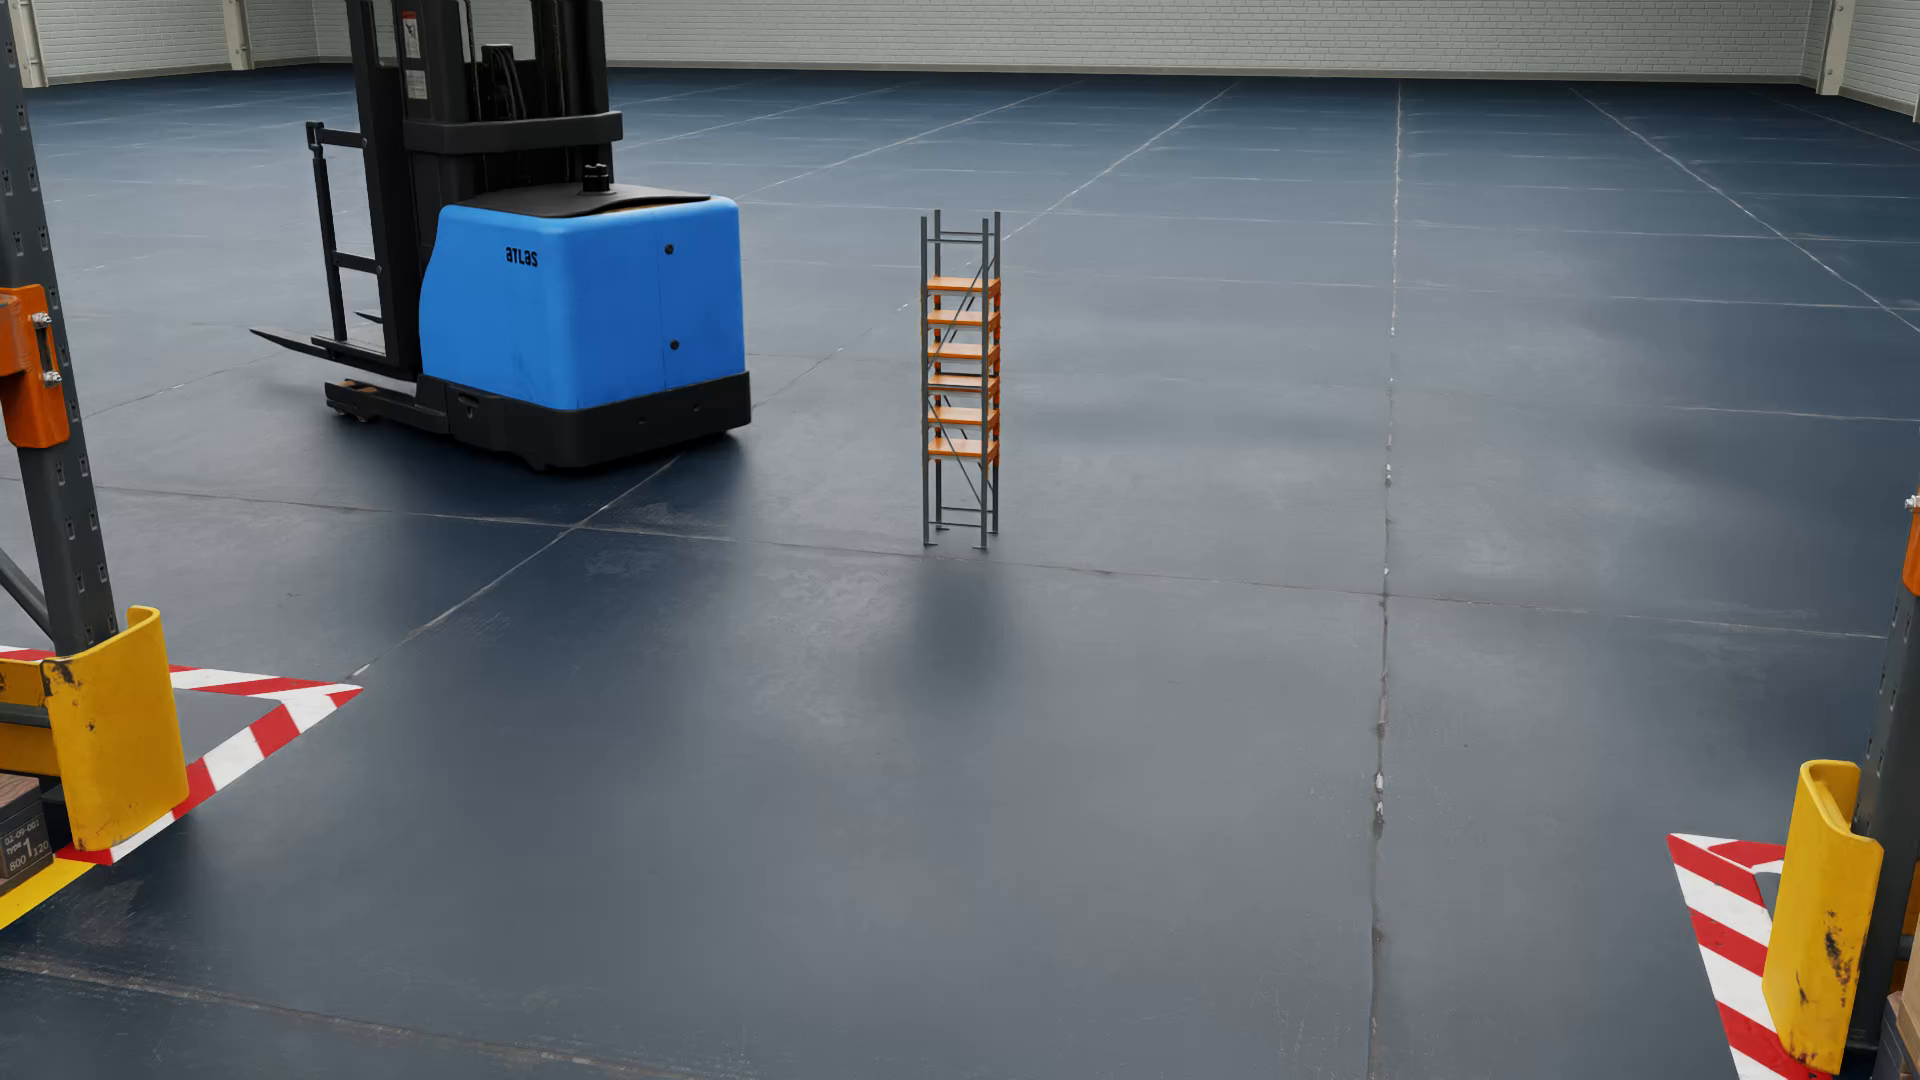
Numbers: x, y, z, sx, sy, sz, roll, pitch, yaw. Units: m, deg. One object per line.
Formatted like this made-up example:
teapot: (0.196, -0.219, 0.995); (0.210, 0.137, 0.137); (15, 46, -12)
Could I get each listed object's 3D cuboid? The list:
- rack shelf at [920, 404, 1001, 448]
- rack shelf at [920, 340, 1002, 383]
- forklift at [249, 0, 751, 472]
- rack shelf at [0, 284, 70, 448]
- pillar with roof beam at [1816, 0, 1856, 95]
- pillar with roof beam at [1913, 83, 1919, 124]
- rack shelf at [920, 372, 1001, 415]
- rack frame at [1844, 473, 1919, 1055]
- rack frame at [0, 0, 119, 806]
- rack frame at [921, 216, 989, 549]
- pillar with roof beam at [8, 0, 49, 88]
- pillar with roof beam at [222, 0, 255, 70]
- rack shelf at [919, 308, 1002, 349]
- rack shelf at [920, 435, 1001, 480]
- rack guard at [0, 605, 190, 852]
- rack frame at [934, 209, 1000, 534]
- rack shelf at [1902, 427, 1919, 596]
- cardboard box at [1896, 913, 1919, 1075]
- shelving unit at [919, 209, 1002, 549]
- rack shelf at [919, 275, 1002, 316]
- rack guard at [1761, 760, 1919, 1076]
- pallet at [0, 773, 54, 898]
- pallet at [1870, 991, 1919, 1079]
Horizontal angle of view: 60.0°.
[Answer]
rack shelf: (0.004, -0.417, 6.060); (0.258, 0.103, 0.180); (5, 19, 13)
rack shelf: (0.004, -0.644, 5.982); (0.258, 0.103, 0.180); (5, 19, 13)
forklift: (-2.387, -2.050, 7.655); (3.031, 2.935, 1.130); (16, 24, 38)
rack shelf: (-3.086, 0.174, 2.151); (1.077, 0.370, 4.000); (5, 19, 13)
pillar with roof beam: (10.832, -12.305, 28.292); (9.100, 9.000, 0.400); (5, 19, 13)
pillar with roof beam: (9.366, -10.425, 22.787); (9.100, 9.000, 0.400); (5, 19, 13)
rack shelf: (0.004, -0.530, 6.021); (0.258, 0.103, 0.180); (5, 19, 13)
rack frame: (2.205, -0.401, 2.722); (1.000, 3.000, 0.127); (5, 19, 13)
rack frame: (-2.597, -0.794, 3.870); (1.000, 3.000, 0.127); (5, 19, 13)
rack frame: (-0.019, -0.544, 5.923); (0.240, 1.200, 0.006); (5, 19, 13)
pillar with roof beam: (-12.830, -12.233, 28.079); (9.100, 9.000, 0.400); (5, 19, 13)
pillar with roof beam: (-11.364, -14.113, 33.585); (9.100, 9.000, 0.400); (5, 19, 13)
rack shelf: (0.004, -0.757, 5.944); (0.258, 0.103, 0.180); (5, 19, 13)
rack shelf: (0.004, -0.303, 6.099); (0.258, 0.103, 0.180); (5, 19, 13)
rack guard: (-2.570, 0.417, 4.194); (1.175, 0.500, 0.348); (5, 19, 13)
rack frame: (0.026, -0.601, 6.091); (0.240, 1.200, 0.006); (5, 19, 13)
rack shelf: (1.716, 0.566, 1.003); (1.077, 0.370, 4.000); (5, 19, 13)
cardboard box: (1.858, 0.852, 2.658); (0.500, 0.250, 0.500); (5, 19, 13)
shelving unit: (0.004, -0.572, 6.007); (0.258, 1.200, 0.189); (5, 19, 13)
rack shelf: (0.004, -0.871, 5.905); (0.258, 0.103, 0.180); (5, 19, 13)
rack guard: (2.211, 0.774, 3.148); (1.175, 0.500, 0.348); (5, 19, 13)
pallet: (-2.774, 0.808, 3.496); (1.003, 0.211, 1.213); (5, 19, 13)
pallet: (2.059, 1.161, 2.461); (1.003, 0.211, 1.213); (5, 19, 13)
